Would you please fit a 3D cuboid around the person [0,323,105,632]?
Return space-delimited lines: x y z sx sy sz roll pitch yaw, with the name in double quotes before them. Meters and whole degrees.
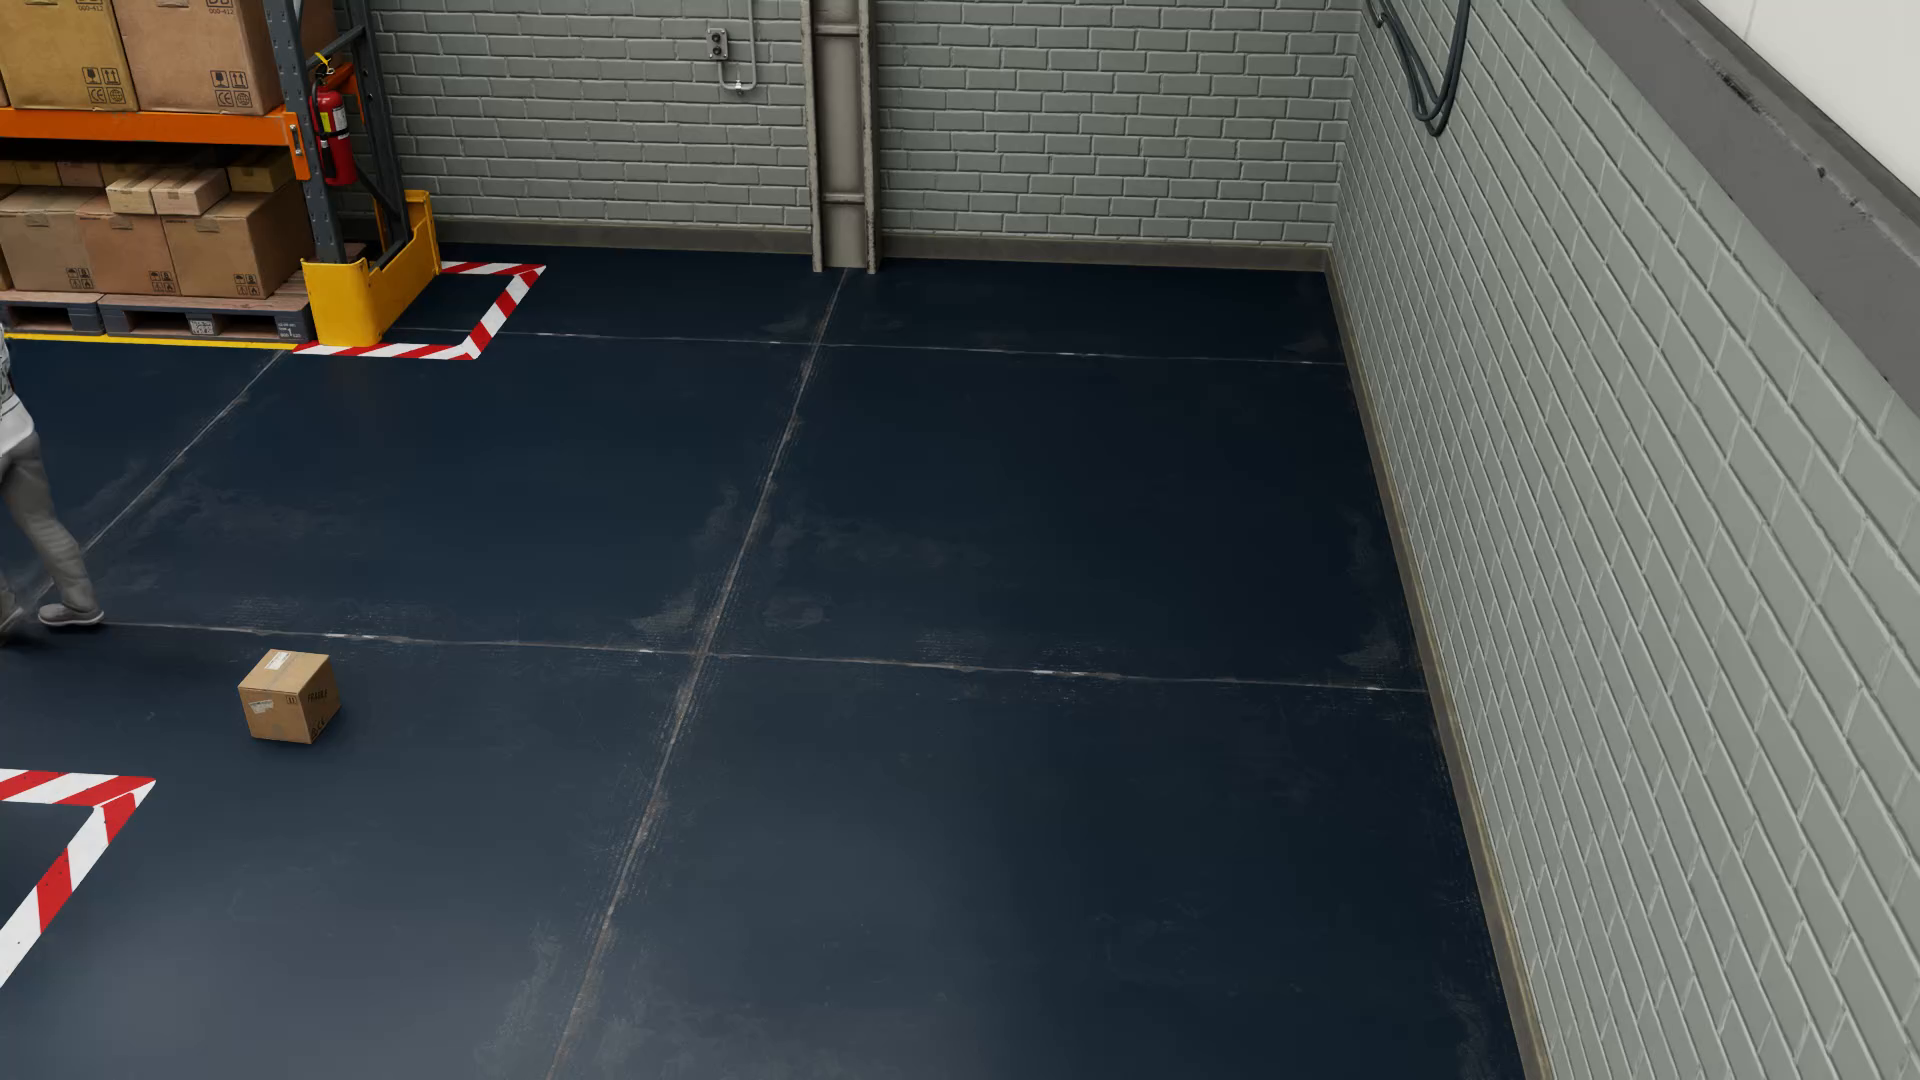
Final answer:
"person" -3.898 -0.332 6.658 0.524 1.757 0.491 8 33 12
